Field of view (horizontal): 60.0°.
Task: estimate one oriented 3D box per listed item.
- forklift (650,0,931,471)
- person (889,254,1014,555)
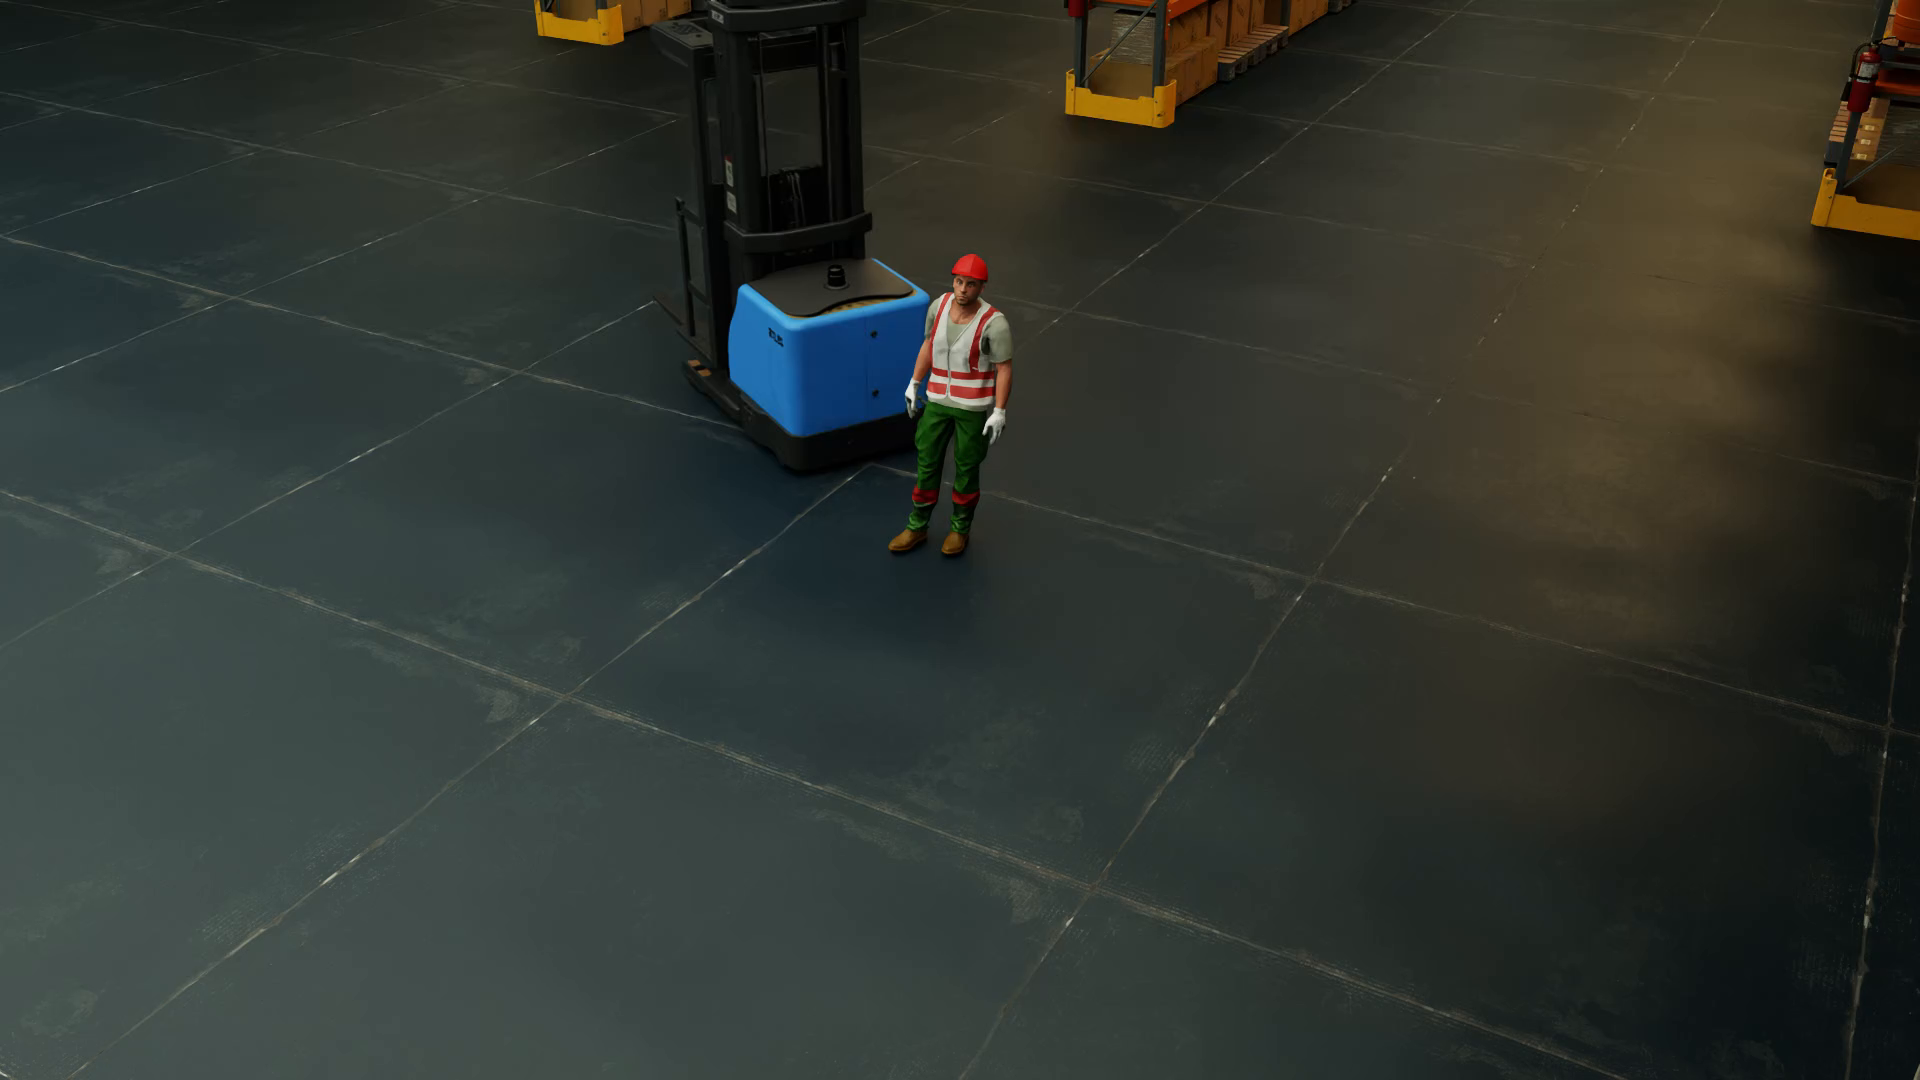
[{"bbox_3d":[-1.341,-2.418,11.260,1.130,2.935,3.031,-16,34,-26],"label":"forklift"},{"bbox_3d":[-0.049,-0.749,9.496,0.638,1.787,0.564,15,33,25],"label":"person"}]
